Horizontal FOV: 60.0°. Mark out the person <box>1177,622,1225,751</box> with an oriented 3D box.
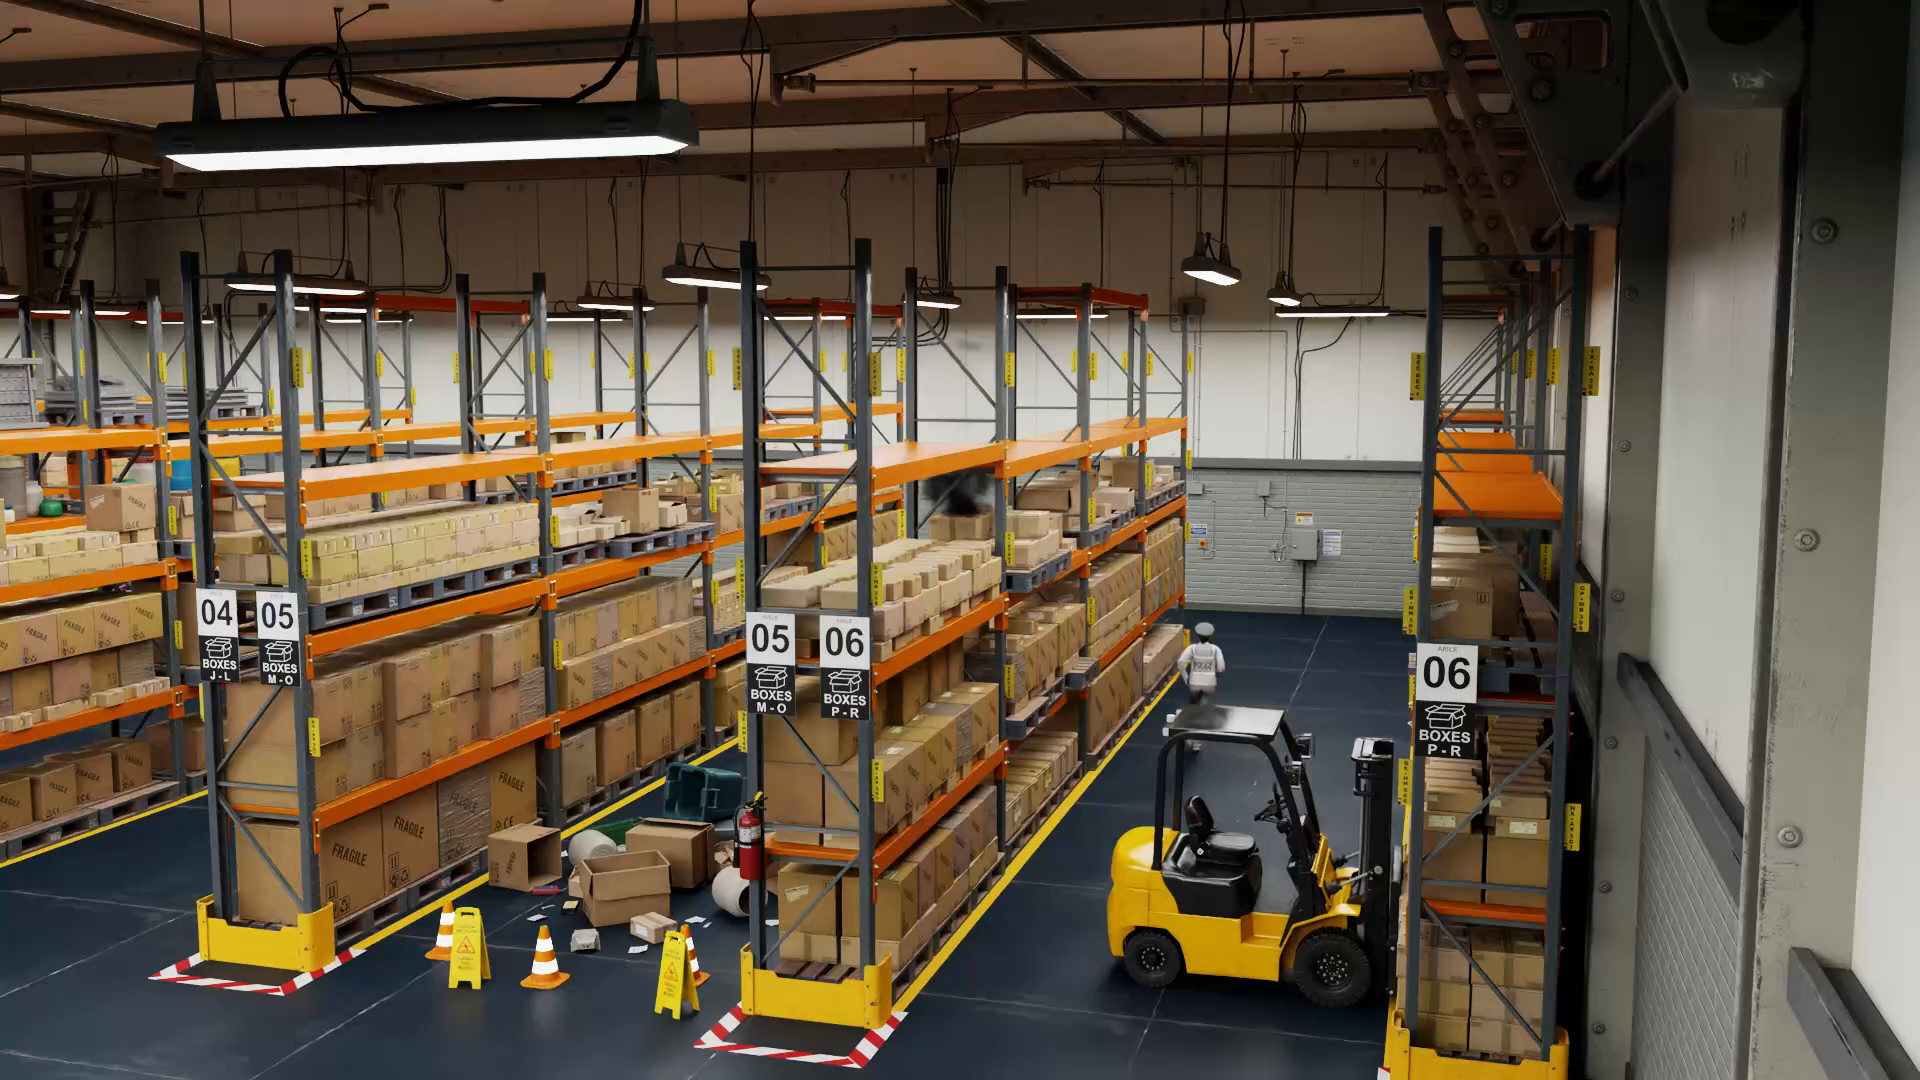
[{"bbox_3d":[3.146,1.911,21.656,0.601,1.674,0.700,2,7,15],"label":"person"}]
